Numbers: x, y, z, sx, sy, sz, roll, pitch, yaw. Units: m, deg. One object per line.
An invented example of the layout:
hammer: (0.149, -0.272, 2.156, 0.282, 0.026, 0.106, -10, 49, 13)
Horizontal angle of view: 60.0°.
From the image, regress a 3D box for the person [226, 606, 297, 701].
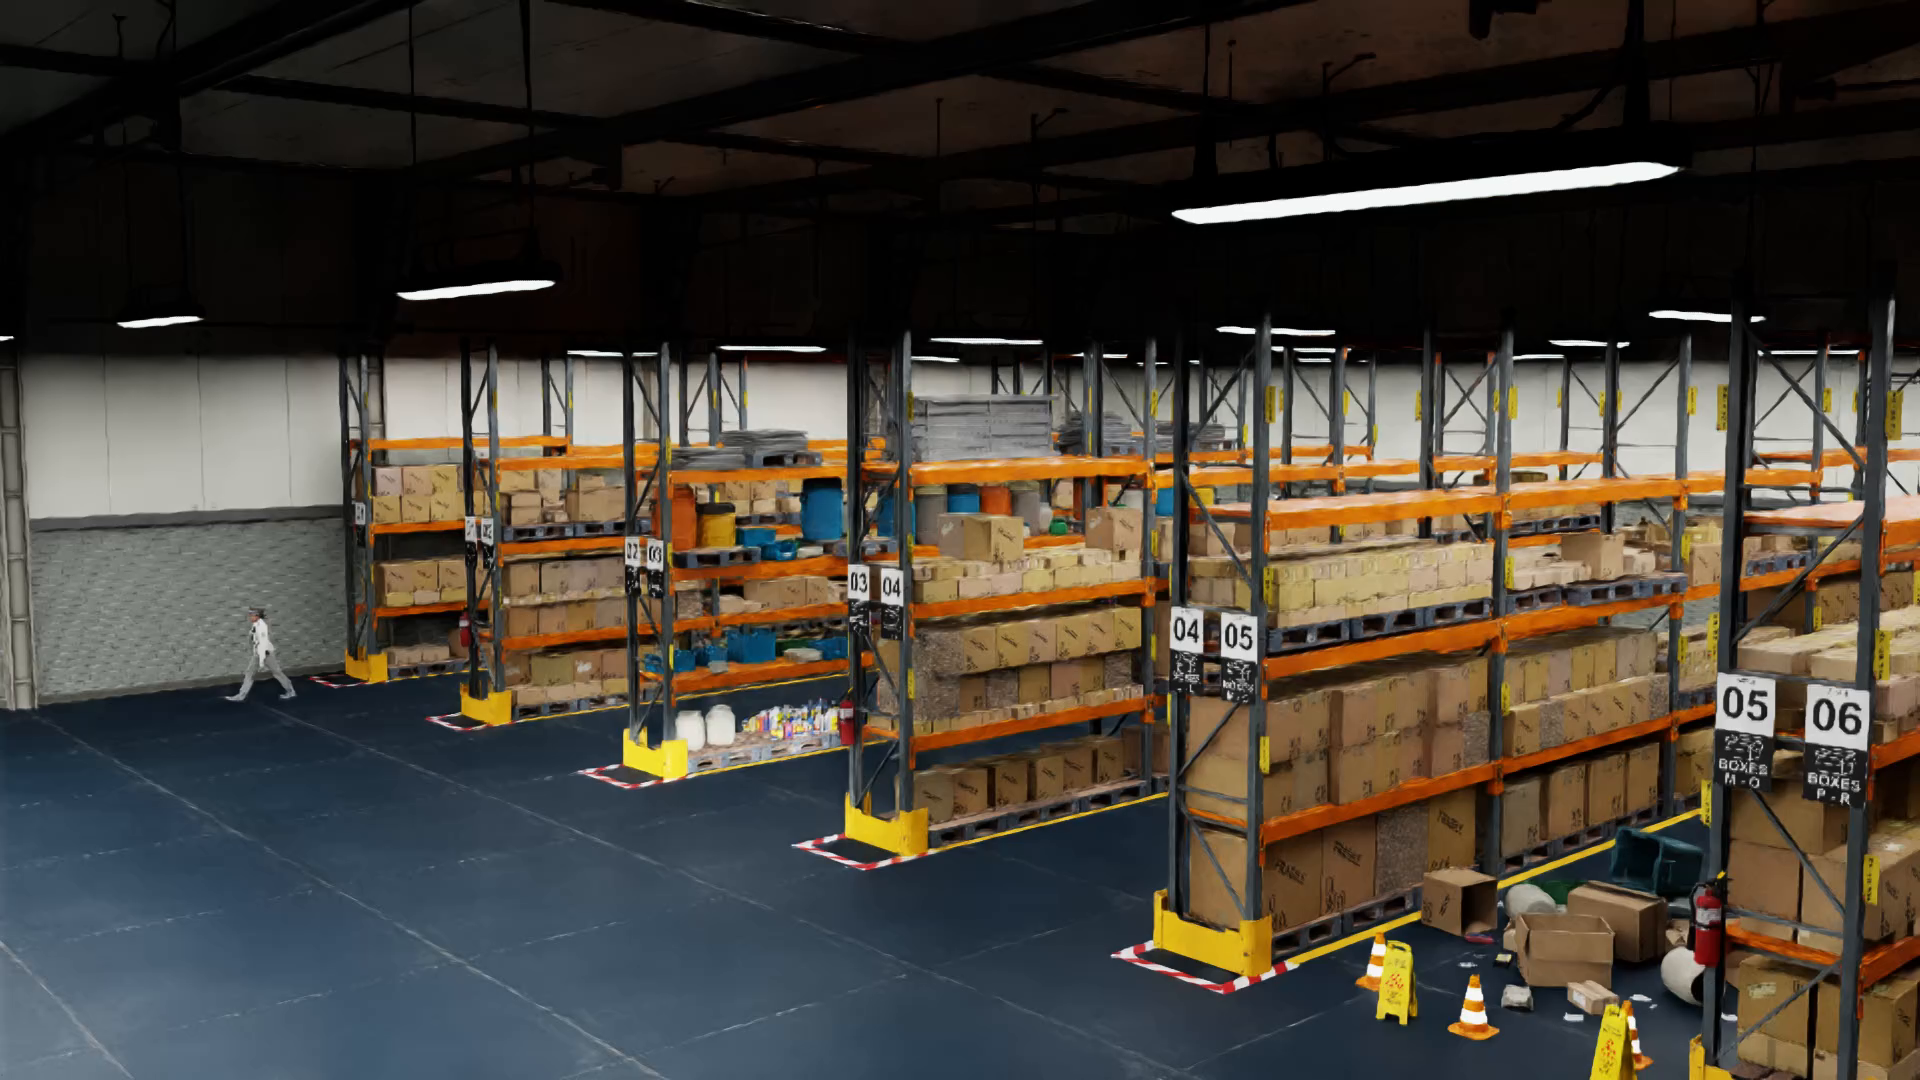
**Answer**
person: (-11.610, 1.876, 27.593, 1.068, 1.586, 0.493, -4, 7, -39)

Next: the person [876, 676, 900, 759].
person: (-0.786, 2.274, 22.989, 0.706, 1.659, 0.843, 3, 6, 31)
